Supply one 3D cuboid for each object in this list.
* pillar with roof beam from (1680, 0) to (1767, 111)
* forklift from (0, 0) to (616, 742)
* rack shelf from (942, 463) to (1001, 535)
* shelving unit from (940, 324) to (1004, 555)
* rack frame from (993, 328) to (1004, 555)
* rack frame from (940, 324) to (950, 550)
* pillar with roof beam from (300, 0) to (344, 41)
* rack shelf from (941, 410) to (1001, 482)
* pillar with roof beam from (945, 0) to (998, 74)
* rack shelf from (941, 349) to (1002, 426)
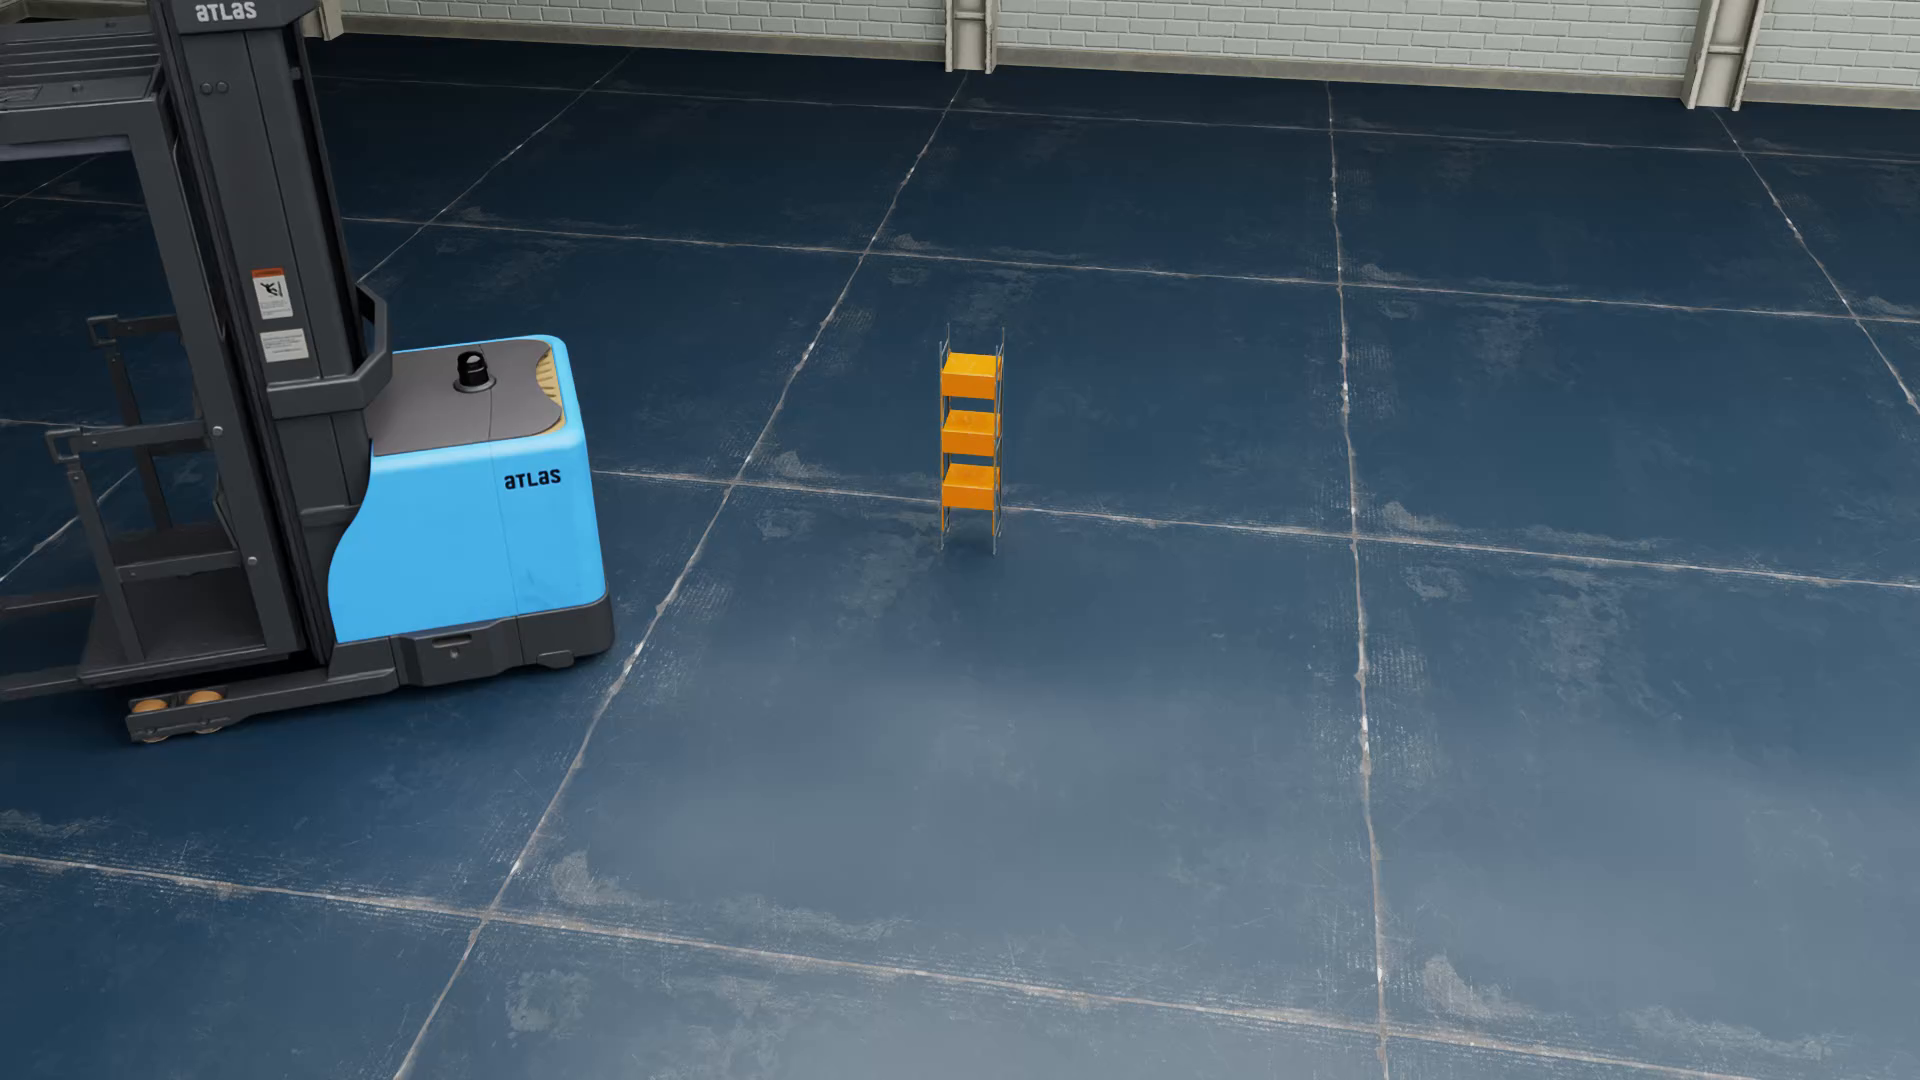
[{"bbox_3d":[5.285,-5.063,7.357,0.400,9.000,9.100,5,32,8],"label":"pillar with roof beam"},{"bbox_3d":[-3.017,-0.767,6.212,3.031,2.935,1.130,-9,33,-14],"label":"forklift"},{"bbox_3d":[0.053,-0.196,7.617,0.240,0.259,0.215,5,32,8],"label":"rack shelf"},{"bbox_3d":[0.053,-0.440,7.464,0.252,1.050,0.215,5,32,8],"label":"shelving unit"},{"bbox_3d":[0.173,-0.429,7.446,0.008,1.050,0.200,5,32,8],"label":"rack frame"},{"bbox_3d":[-0.068,-0.451,7.481,0.008,1.050,0.200,5,32,8],"label":"rack frame"},{"bbox_3d":[-6.544,-6.134,9.069,0.400,9.000,9.100,5,32,8],"label":"pillar with roof beam"},{"bbox_3d":[0.053,-0.431,7.469,0.240,0.259,0.215,5,32,8],"label":"rack shelf"},{"bbox_3d":[-0.629,-5.599,8.213,0.400,9.000,9.100,5,32,8],"label":"pillar with roof beam"},{"bbox_3d":[0.053,-0.672,7.319,0.240,0.259,0.215,5,32,8],"label":"rack shelf"}]
